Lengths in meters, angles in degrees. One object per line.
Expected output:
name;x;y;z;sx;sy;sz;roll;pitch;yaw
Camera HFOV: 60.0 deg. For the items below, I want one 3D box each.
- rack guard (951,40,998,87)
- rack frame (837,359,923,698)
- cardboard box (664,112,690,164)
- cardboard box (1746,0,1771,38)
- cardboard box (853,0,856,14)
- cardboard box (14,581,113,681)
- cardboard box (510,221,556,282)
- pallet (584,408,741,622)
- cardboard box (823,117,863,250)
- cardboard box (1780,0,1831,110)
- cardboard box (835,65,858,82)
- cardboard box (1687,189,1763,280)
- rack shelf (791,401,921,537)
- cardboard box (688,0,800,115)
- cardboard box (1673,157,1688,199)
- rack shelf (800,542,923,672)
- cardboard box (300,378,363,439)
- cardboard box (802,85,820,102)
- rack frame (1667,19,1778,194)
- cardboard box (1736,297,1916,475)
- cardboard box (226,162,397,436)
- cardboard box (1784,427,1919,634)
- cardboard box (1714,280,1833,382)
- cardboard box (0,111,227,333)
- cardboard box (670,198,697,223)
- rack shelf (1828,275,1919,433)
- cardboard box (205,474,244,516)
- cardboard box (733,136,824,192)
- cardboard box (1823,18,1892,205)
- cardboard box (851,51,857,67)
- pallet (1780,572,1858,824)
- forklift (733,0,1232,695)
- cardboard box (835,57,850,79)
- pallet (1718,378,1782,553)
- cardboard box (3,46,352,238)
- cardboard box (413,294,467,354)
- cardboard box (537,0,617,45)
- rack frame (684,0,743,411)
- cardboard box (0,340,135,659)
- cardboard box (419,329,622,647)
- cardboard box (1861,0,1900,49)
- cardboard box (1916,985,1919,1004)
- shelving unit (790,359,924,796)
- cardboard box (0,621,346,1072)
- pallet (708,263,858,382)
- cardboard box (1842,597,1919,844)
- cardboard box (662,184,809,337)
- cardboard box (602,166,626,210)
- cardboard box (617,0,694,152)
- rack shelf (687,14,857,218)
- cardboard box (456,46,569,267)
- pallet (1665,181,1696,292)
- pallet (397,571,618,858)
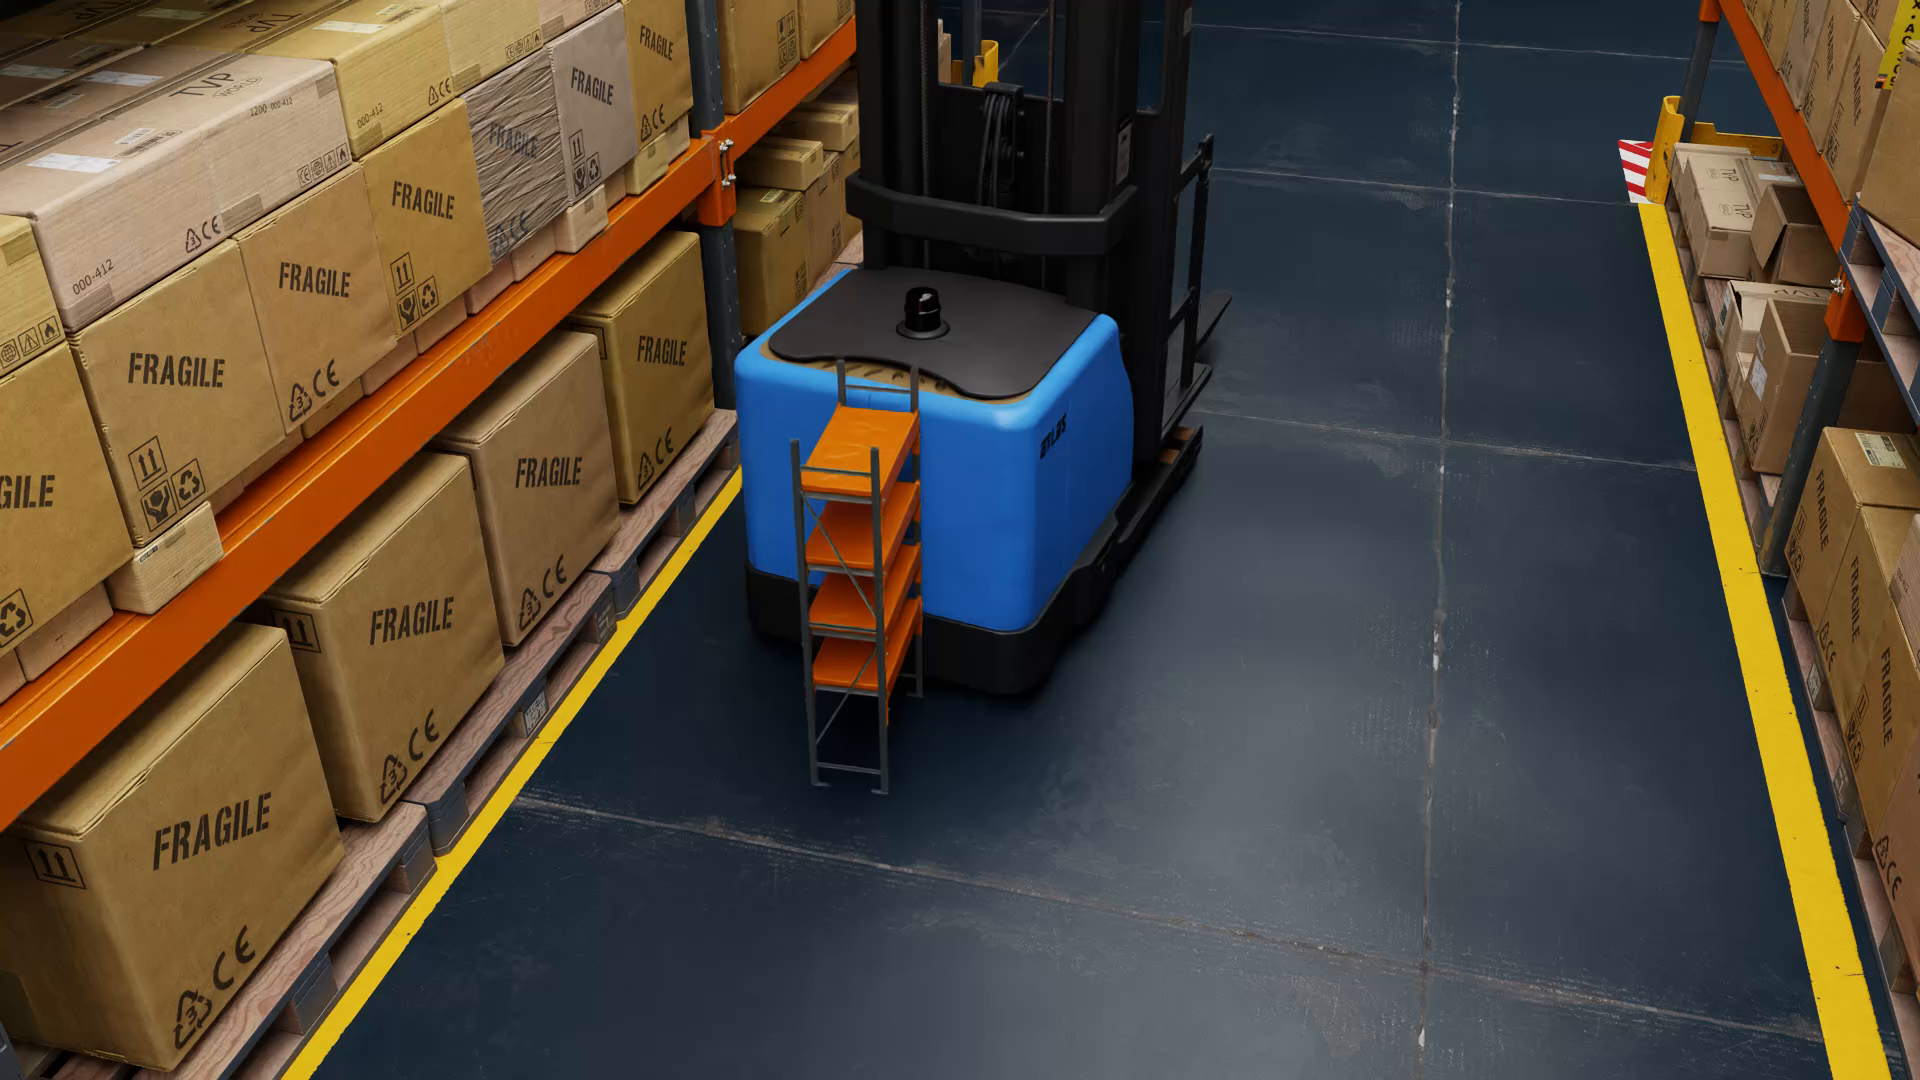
rack guard;-0.363;-2.802;10.191;1.175;0.500;0.348;8;33;12
rack frame;-0.239;-0.005;5.139;0.240;1.200;0.015;6;33;9
cardboard box;-1.196;-1.457;5.961;0.380;0.149;0.250;8;33;13
cardboard box;3.800;-2.491;7.279;0.500;0.500;0.500;8;33;12
cardboard box;-0.865;-2.931;7.786;0.980;0.700;0.700;6;33;10
cardboard box;-2.019;0.136;3.456;0.380;0.149;0.250;8;33;13
cardboard box;-1.483;-0.932;5.135;0.380;0.149;0.250;8;33;12
pallet;-1.507;-0.181;6.338;1.003;0.211;1.213;8;33;12
cardboard box;-0.832;-1.791;8.210;0.700;0.500;0.500;9;33;14
cardboard box;3.544;-1.967;6.455;0.500;0.500;0.500;9;33;13
cardboard box;-0.577;-2.330;9.058;0.700;0.500;0.500;8;33;12
cardboard box;3.757;-1.435;7.864;0.500;0.250;0.500;8;33;12
rack shelf;-0.287;-0.208;4.726;0.258;0.148;0.480;6;33;9
cardboard box;-1.231;-2.174;6.595;0.980;0.700;0.700;9;33;13
cardboard box;3.921;-1.862;8.613;0.380;0.166;0.250;8;33;12
rack shelf;-0.287;0.181;4.973;0.258;0.148;0.480;6;33;9
cardboard box;-1.792;-0.406;4.308;0.380;0.149;0.250;9;33;13
cardboard box;-0.932;-2.297;8.402;0.380;0.149;0.250;8;33;13
rack frame;4.423;-3.172;8.443;1.000;3.000;0.127;8;33;12
cardboard box;3.278;-0.561;6.257;0.500;0.500;0.500;8;33;12
cardboard box;-1.760;-0.614;4.031;0.500;0.500;0.500;8;33;12
cardboard box;3.050;-0.009;5.388;0.500;0.500;0.500;7;33;10
cardboard box;3.469;-0.871;6.920;0.500;0.311;0.500;8;33;12
cardboard box;-1.899;-0.665;3.412;0.500;0.250;0.500;8;33;12
cardboard box;-1.324;-1.491;7.133;0.380;0.149;0.250;8;33;12
rack shelf;2.901;0.245;3.739;1.077;0.370;4.000;8;33;12
cardboard box;-1.926;-0.138;3.886;0.380;0.149;0.250;8;33;12
cardboard box;-0.832;-1.692;7.449;0.380;0.149;0.250;9;34;14
cardboard box;3.287;-1.433;5.614;0.500;0.500;0.500;9;33;13
cardboard box;-0.371;-2.639;8.940;0.380;0.149;0.250;9;34;14
pallet;3.238;0.508;5.254;1.003;0.211;1.213;8;33;12
forklift;0.331;-1.518;5.905;1.130;2.935;3.031;13;35;20
cardboard box;-0.804;-2.563;8.819;0.380;0.149;0.250;8;33;13
pallet;3.583;-0.275;6.487;1.003;0.211;1.213;8;33;12
cardboard box;-1.776;-0.925;3.821;0.500;0.250;0.500;8;33;13
cardboard box;-1.640;-0.667;4.719;0.380;0.149;0.250;9;34;14
cardboard box;-1.394;-1.720;5.072;0.500;0.250;0.500;9;33;13
rack frame;-1.384;-1.769;6.236;1.000;3.000;0.127;8;33;12
cardboard box;-2.029;-0.086;3.201;0.500;0.500;0.500;9;34;14
cardboard box;-1.646;-0.222;5.415;0.750;0.750;0.750;9;34;14
cardboard box;3.286;-1.858;5.351;0.500;0.500;0.500;8;33;13
cardboard box;2.535;1.063;3.702;0.500;0.500;0.500;7;33;11
shelving unit;-0.287;0.124;4.937;0.258;1.200;0.503;6;33;9
cardboard box;-2.086;0.673;4.007;0.750;0.750;0.750;8;33;12
pallet;-1.116;-0.976;7.588;1.003;0.211;1.213;8;33;12
cardboard box;2.791;0.528;4.544;0.500;0.500;0.500;8;33;13
cardboard box;-1.095;-1.265;7.382;0.700;0.500;0.500;8;33;13
cardboard box;-1.347;-1.195;5.549;0.380;0.149;0.250;9;34;14
cardboard box;-1.258;-1.671;5.693;0.500;0.500;0.500;8;33;12
rack shelf;-0.877;-2.503;8.062;1.077;0.370;4.000;8;33;12
cardboard box;-1.513;-1.145;4.866;0.500;0.500;0.500;8;33;12
pallet;4.203;-1.542;8.478;1.003;0.211;1.213;8;33;12
pallet;-1.815;0.454;5.339;1.003;0.211;1.213;8;33;12
